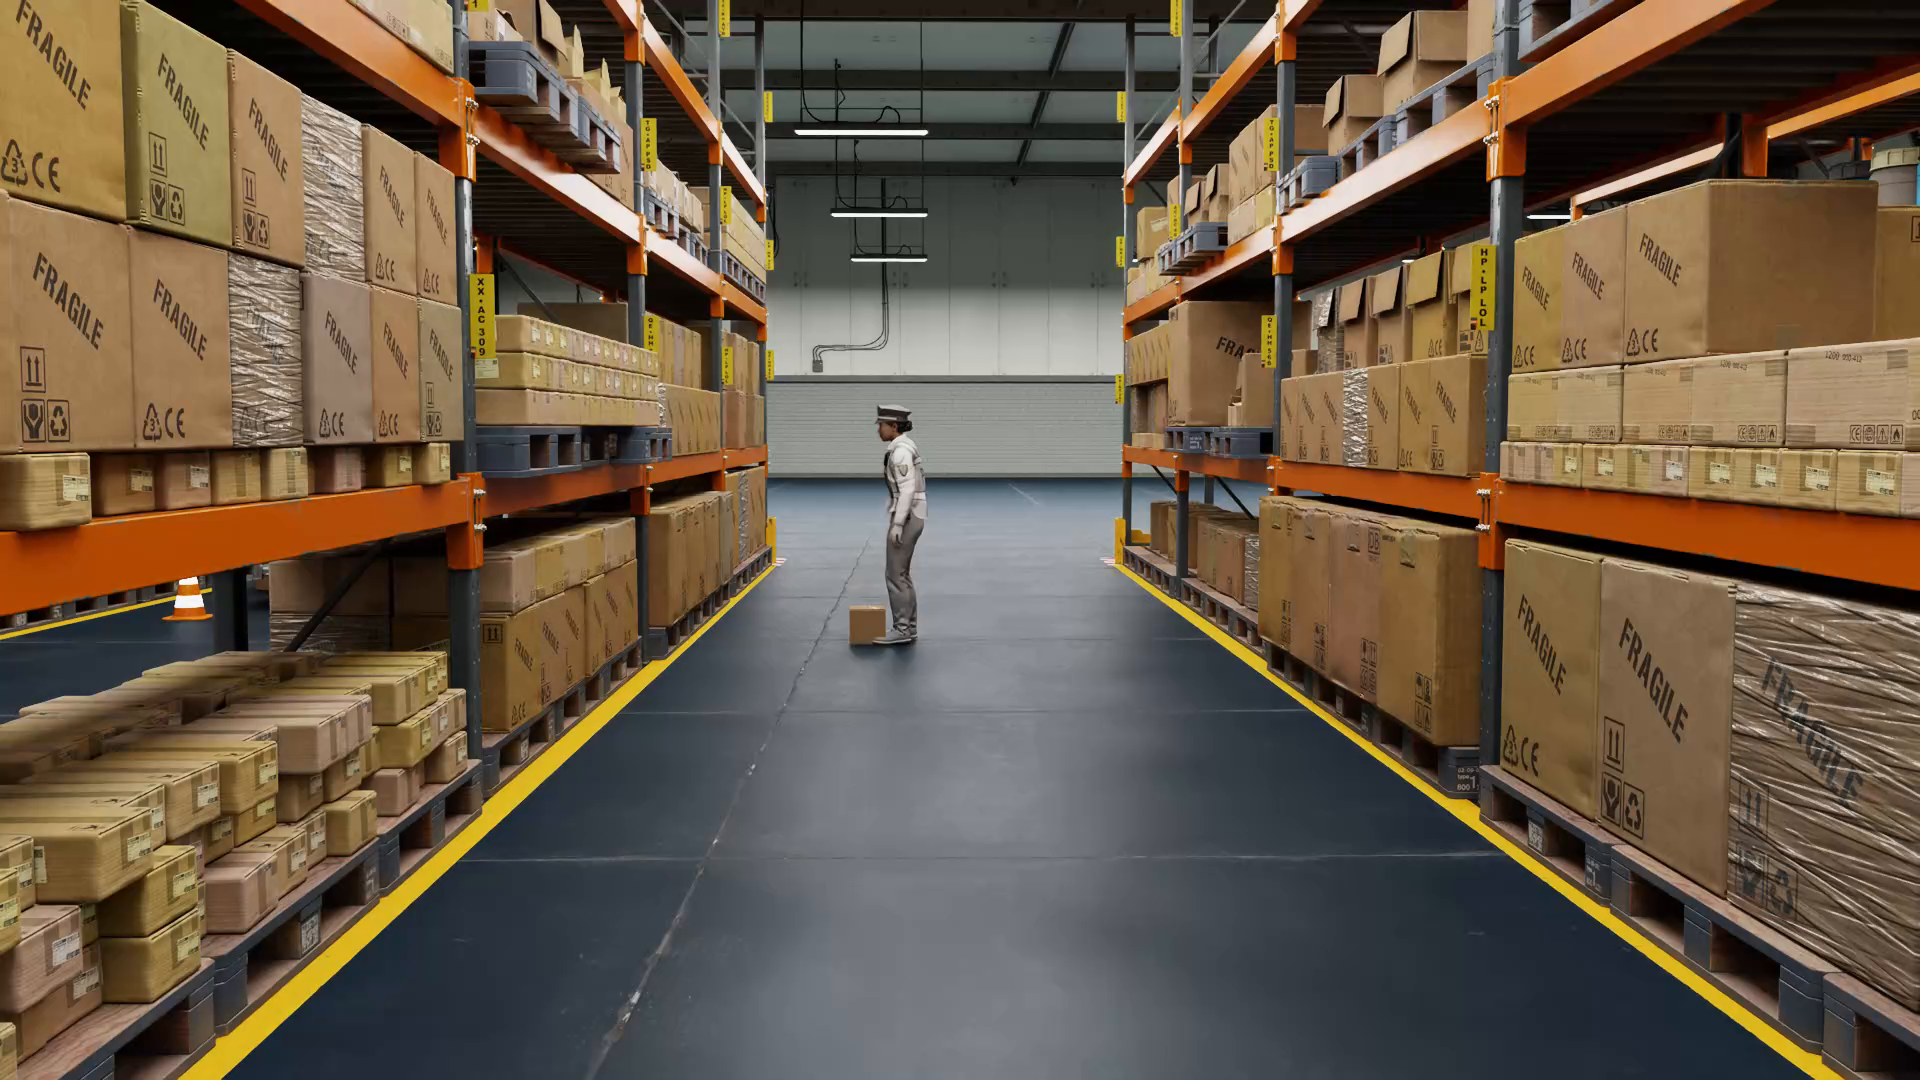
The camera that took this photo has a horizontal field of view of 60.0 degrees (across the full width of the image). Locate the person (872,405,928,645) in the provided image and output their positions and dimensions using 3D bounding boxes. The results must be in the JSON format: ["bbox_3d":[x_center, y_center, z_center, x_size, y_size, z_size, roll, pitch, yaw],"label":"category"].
[{"bbox_3d":[-0.426,-0.110,11.602,0.405,1.663,0.540,0,4,-3],"label":"person"}]
